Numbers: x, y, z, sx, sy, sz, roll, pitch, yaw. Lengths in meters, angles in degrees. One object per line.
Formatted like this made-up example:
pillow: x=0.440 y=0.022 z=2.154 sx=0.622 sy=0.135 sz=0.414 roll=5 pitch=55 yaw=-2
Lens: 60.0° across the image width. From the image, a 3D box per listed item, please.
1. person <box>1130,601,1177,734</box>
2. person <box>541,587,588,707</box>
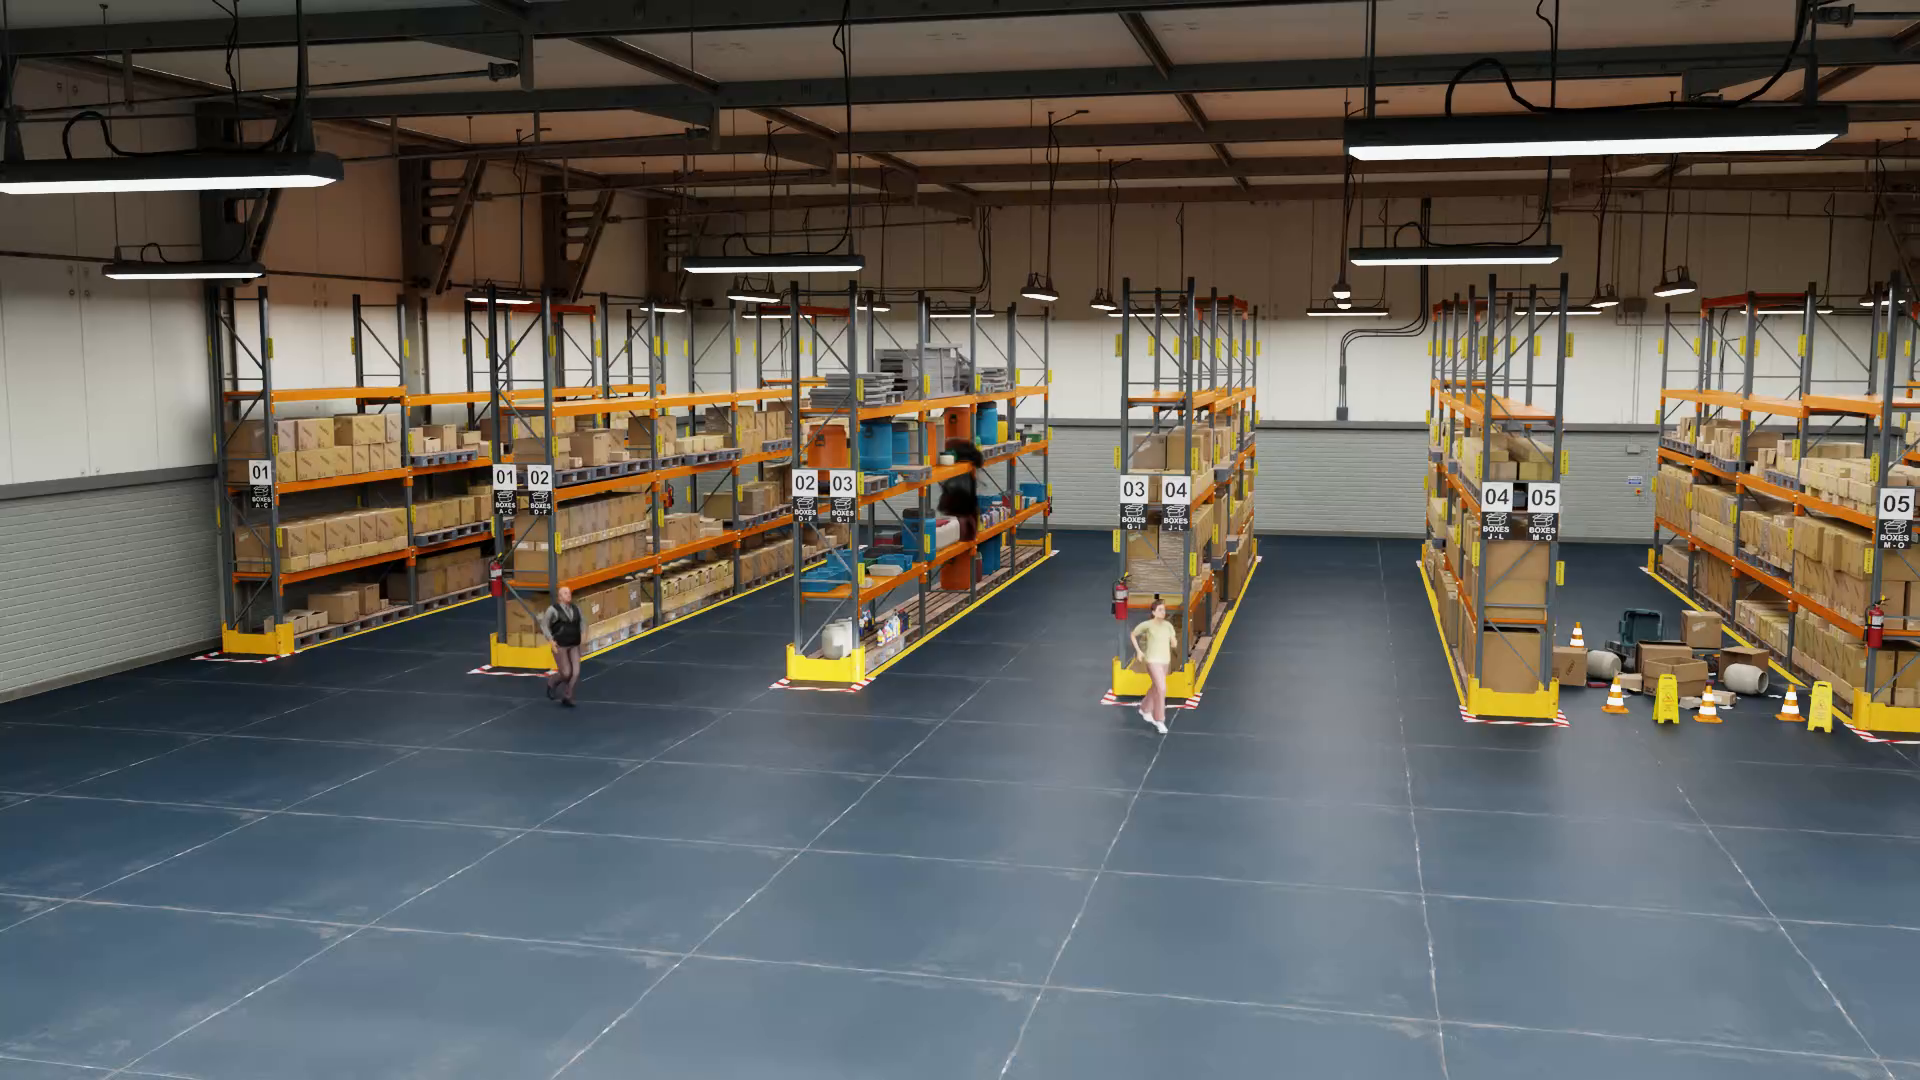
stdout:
person: x=2.588 y=1.649 z=21.970 sx=0.552 sy=1.717 sz=0.761 roll=-4 pitch=8 yaw=-32
person: x=-5.543 y=1.489 z=23.401 sx=0.677 sy=1.692 sz=0.577 roll=-6 pitch=9 yaw=-44
